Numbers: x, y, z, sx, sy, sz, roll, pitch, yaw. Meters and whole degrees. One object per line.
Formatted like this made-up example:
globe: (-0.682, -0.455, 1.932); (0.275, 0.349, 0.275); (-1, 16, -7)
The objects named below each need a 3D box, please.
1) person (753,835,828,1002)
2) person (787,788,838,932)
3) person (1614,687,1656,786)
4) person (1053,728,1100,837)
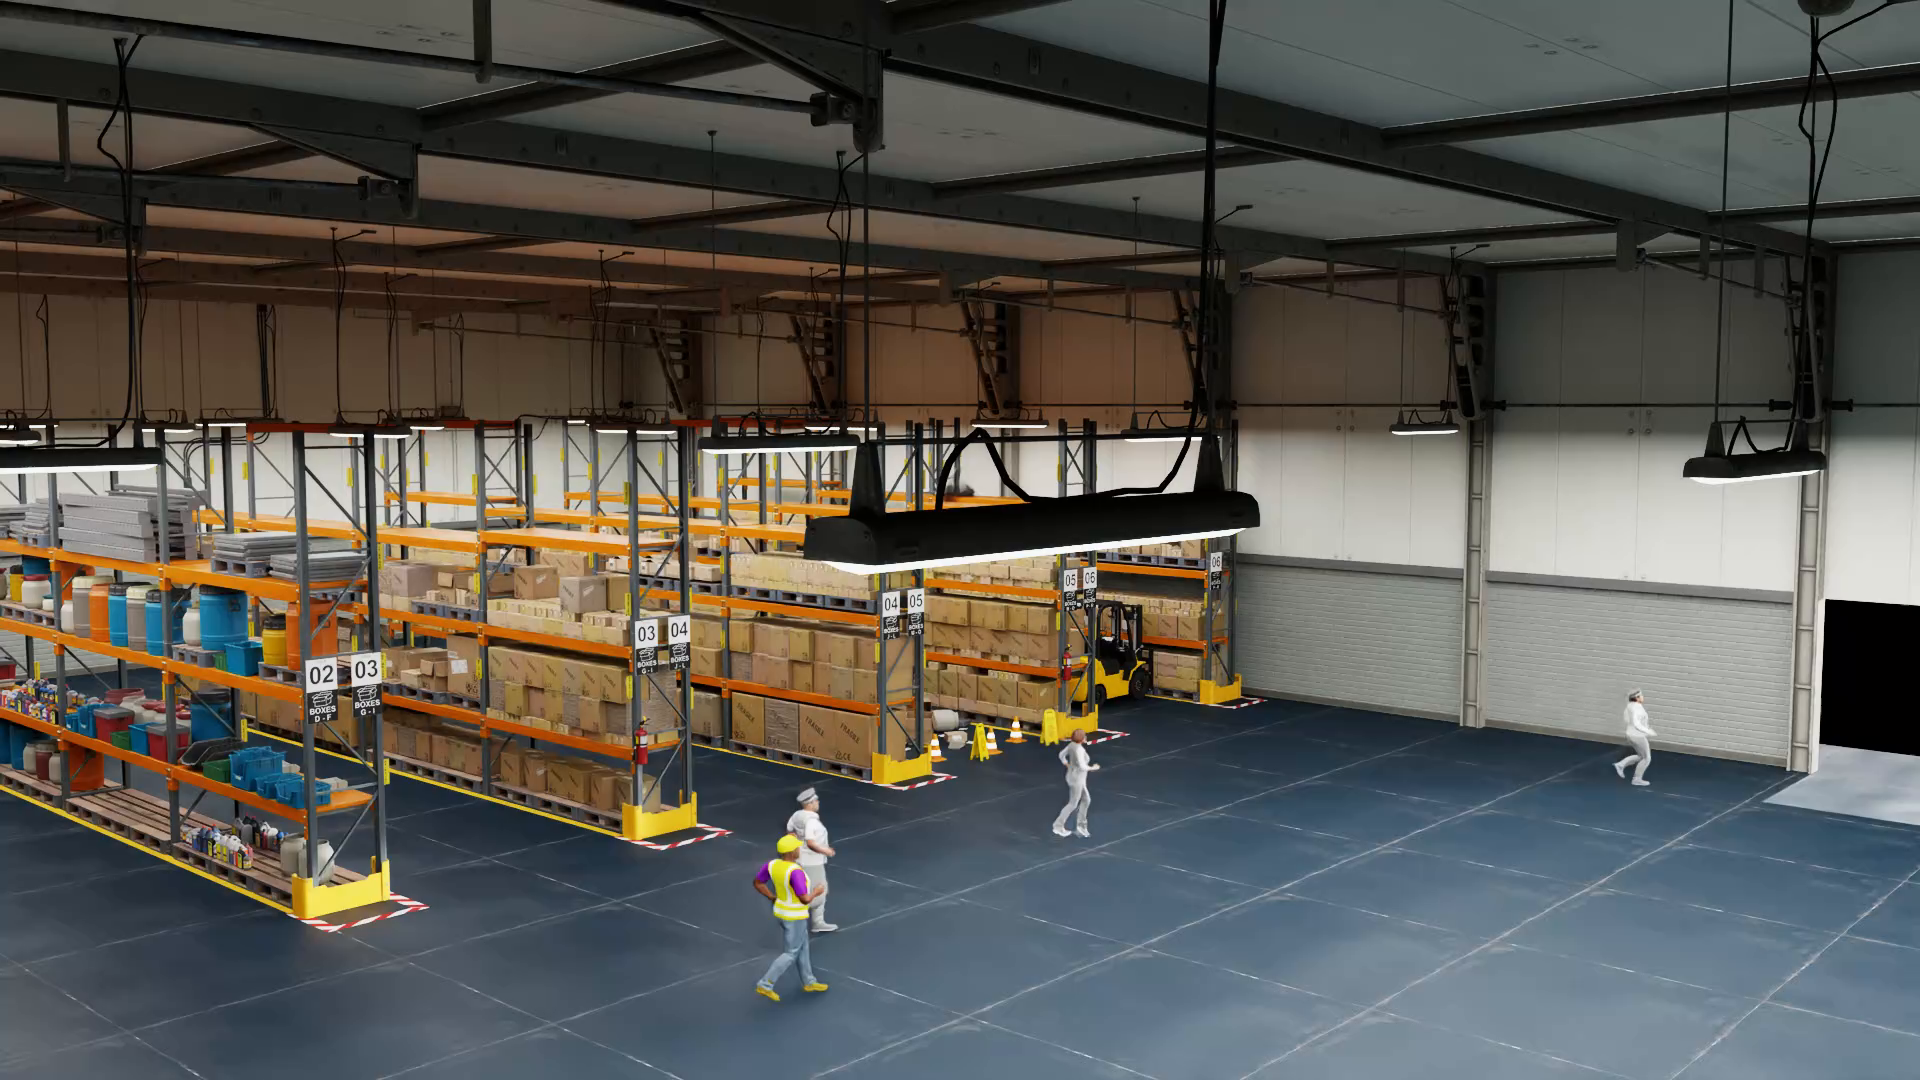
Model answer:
person: (-1.770, 3.979, 17.552); (0.917, 1.765, 0.701); (-3, 6, -34)
person: (-1.834, 3.831, 19.822); (0.772, 1.755, 0.660); (-2, 5, -27)
person: (11.207, 3.251, 27.604); (0.579, 1.646, 0.613); (1, 5, 7)
person: (1.687, 3.563, 24.228); (0.707, 1.662, 0.559); (-1, 5, -9)
